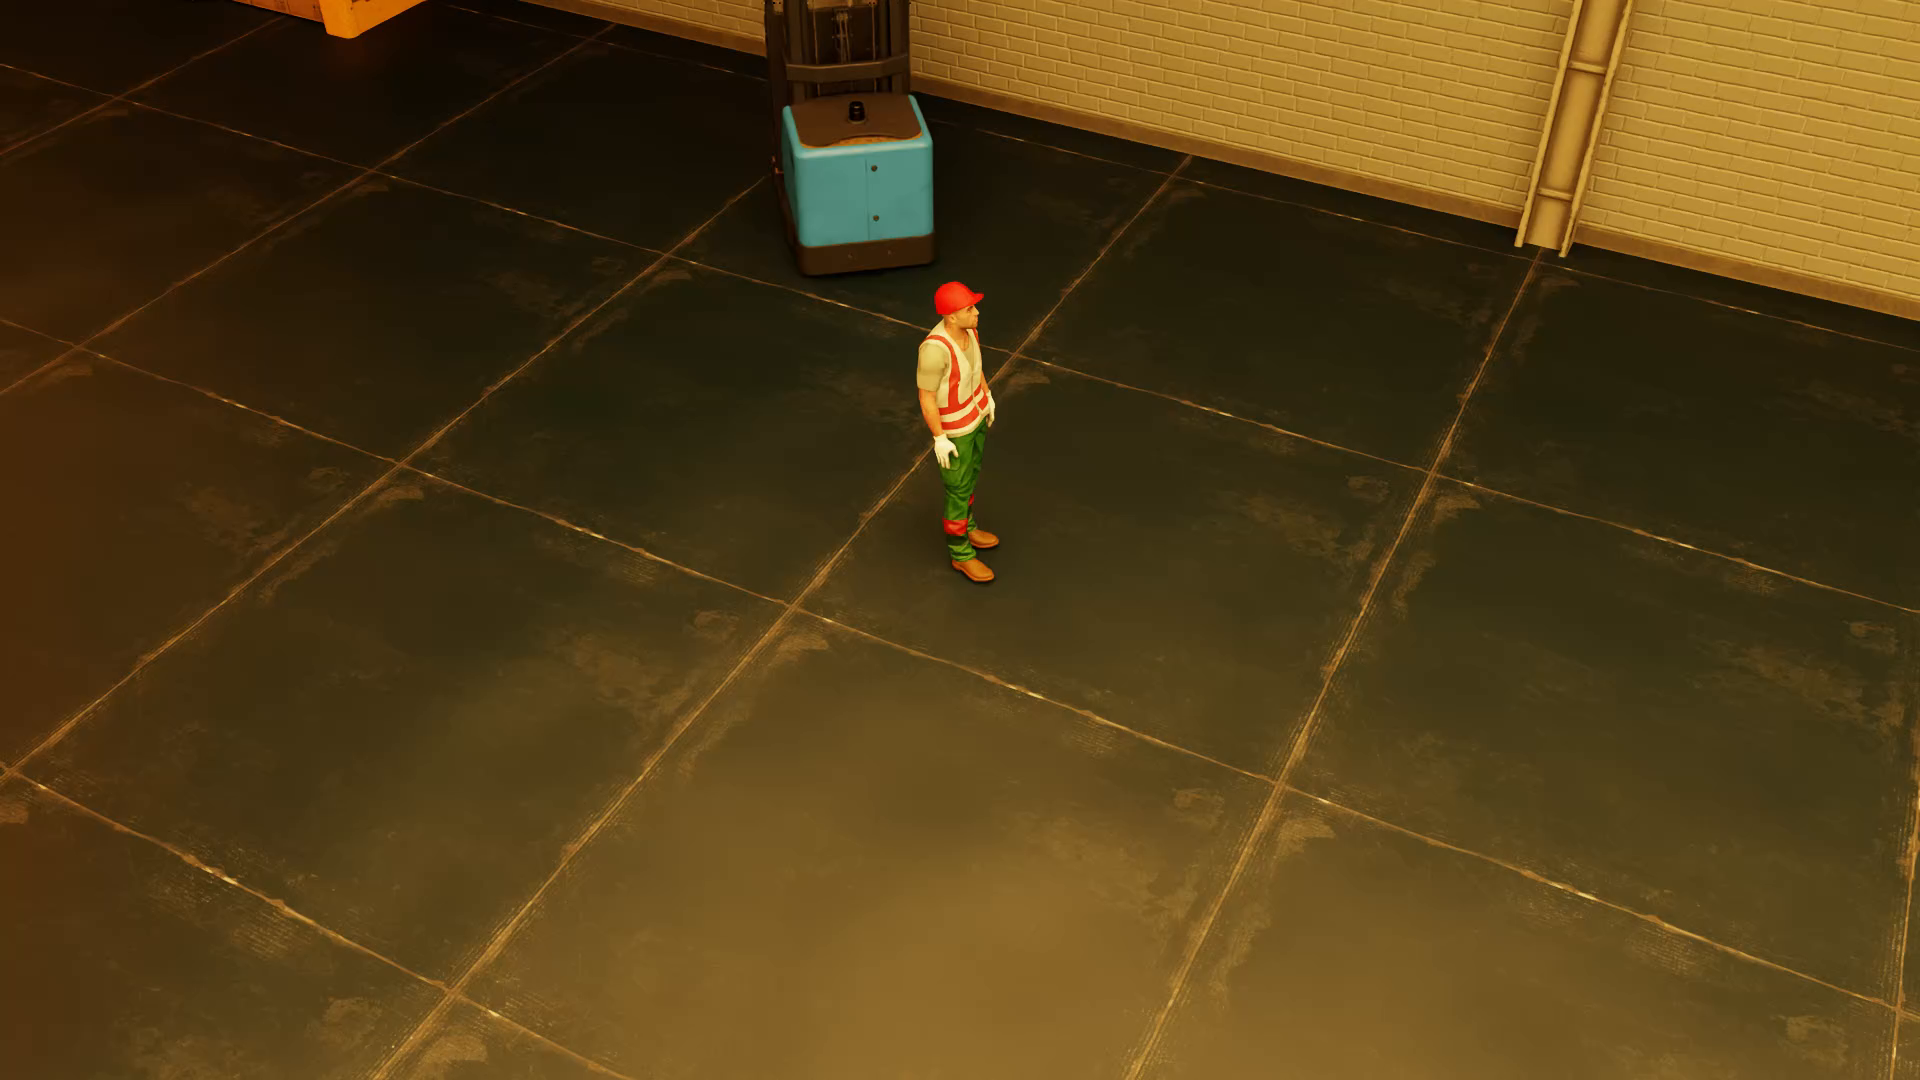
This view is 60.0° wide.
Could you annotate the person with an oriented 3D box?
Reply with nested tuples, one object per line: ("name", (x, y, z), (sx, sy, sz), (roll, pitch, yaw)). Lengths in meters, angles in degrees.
("person", (0.067, -0.659, 9.643), (0.559, 1.787, 0.637), (18, 43, 21))

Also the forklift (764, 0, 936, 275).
("forklift", (-0.977, -4.067, 12.816), (1.130, 2.935, 3.031), (-7, 41, -9))
